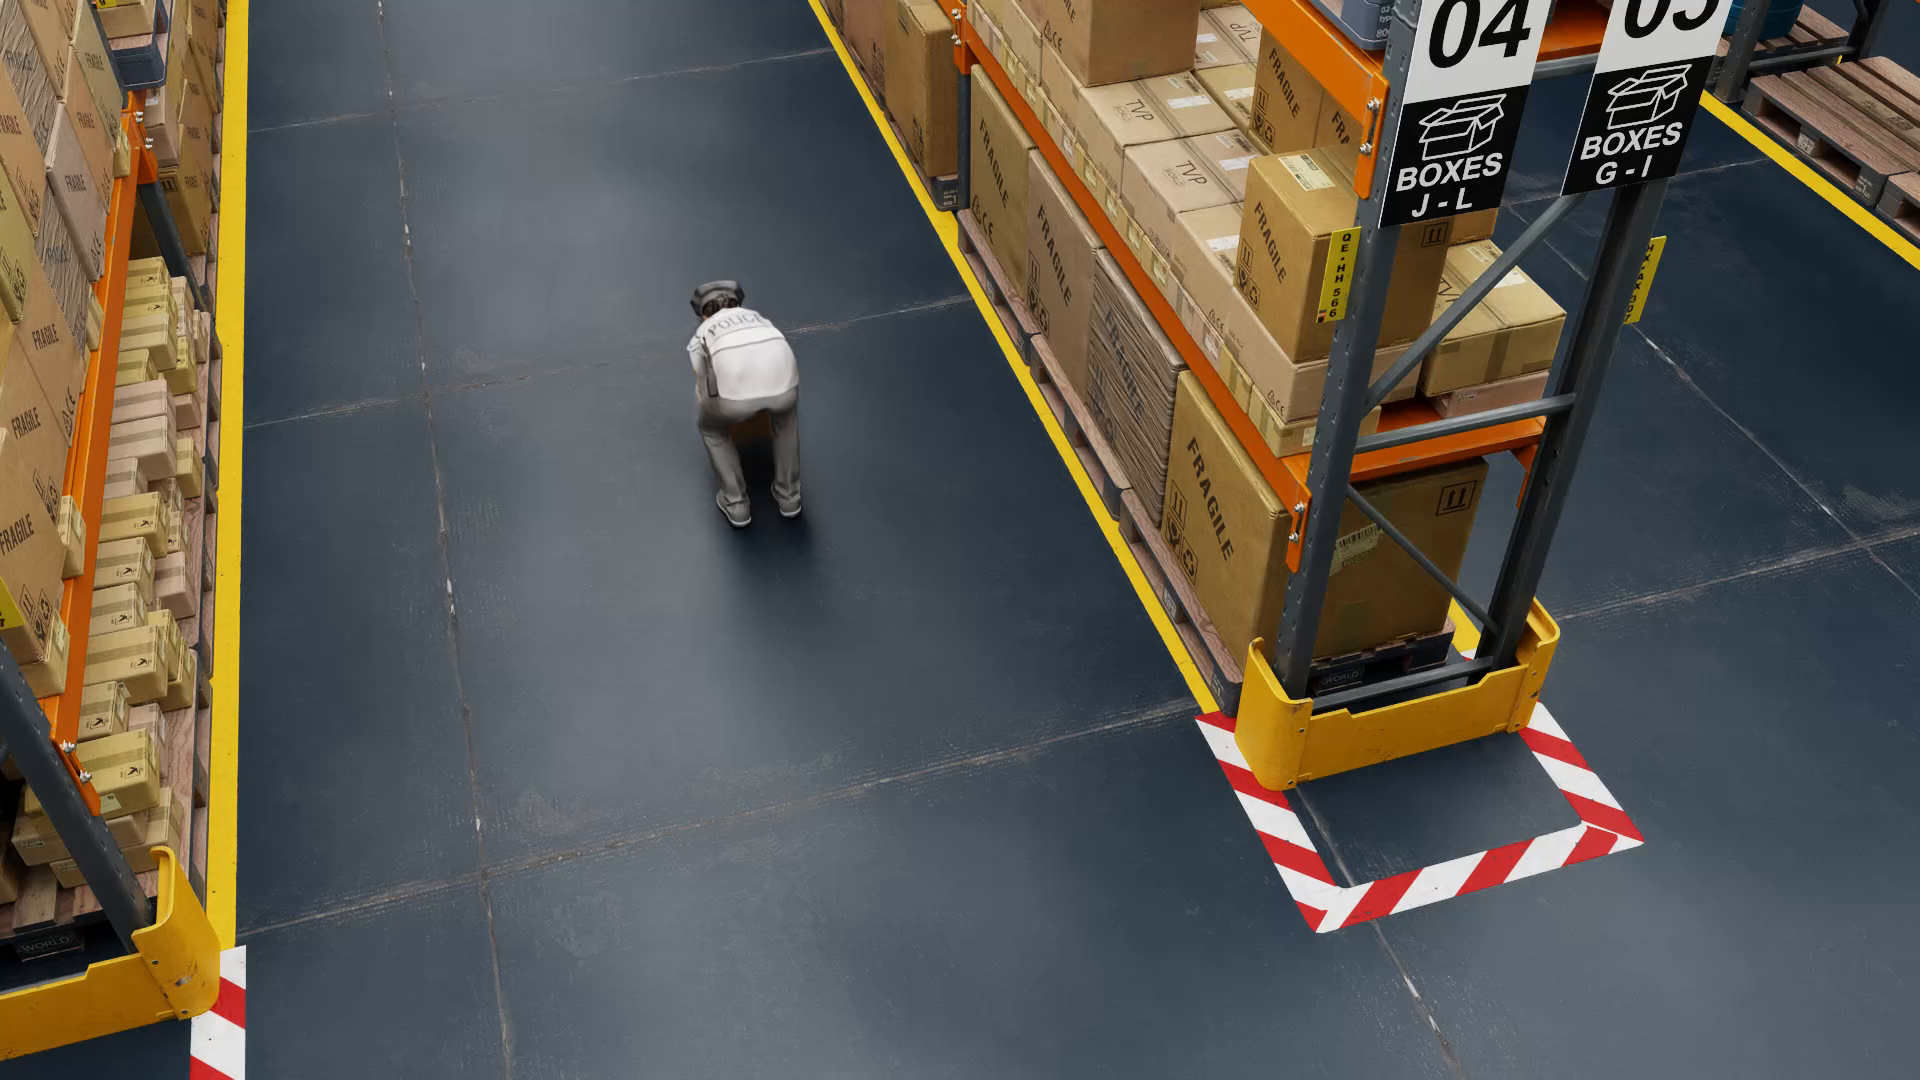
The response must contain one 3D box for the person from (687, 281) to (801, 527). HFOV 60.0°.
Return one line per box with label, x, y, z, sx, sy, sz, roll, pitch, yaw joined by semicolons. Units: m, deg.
person;-0.965;-0.630;7.361;0.445;0.972;0.901;-14;44;-15
